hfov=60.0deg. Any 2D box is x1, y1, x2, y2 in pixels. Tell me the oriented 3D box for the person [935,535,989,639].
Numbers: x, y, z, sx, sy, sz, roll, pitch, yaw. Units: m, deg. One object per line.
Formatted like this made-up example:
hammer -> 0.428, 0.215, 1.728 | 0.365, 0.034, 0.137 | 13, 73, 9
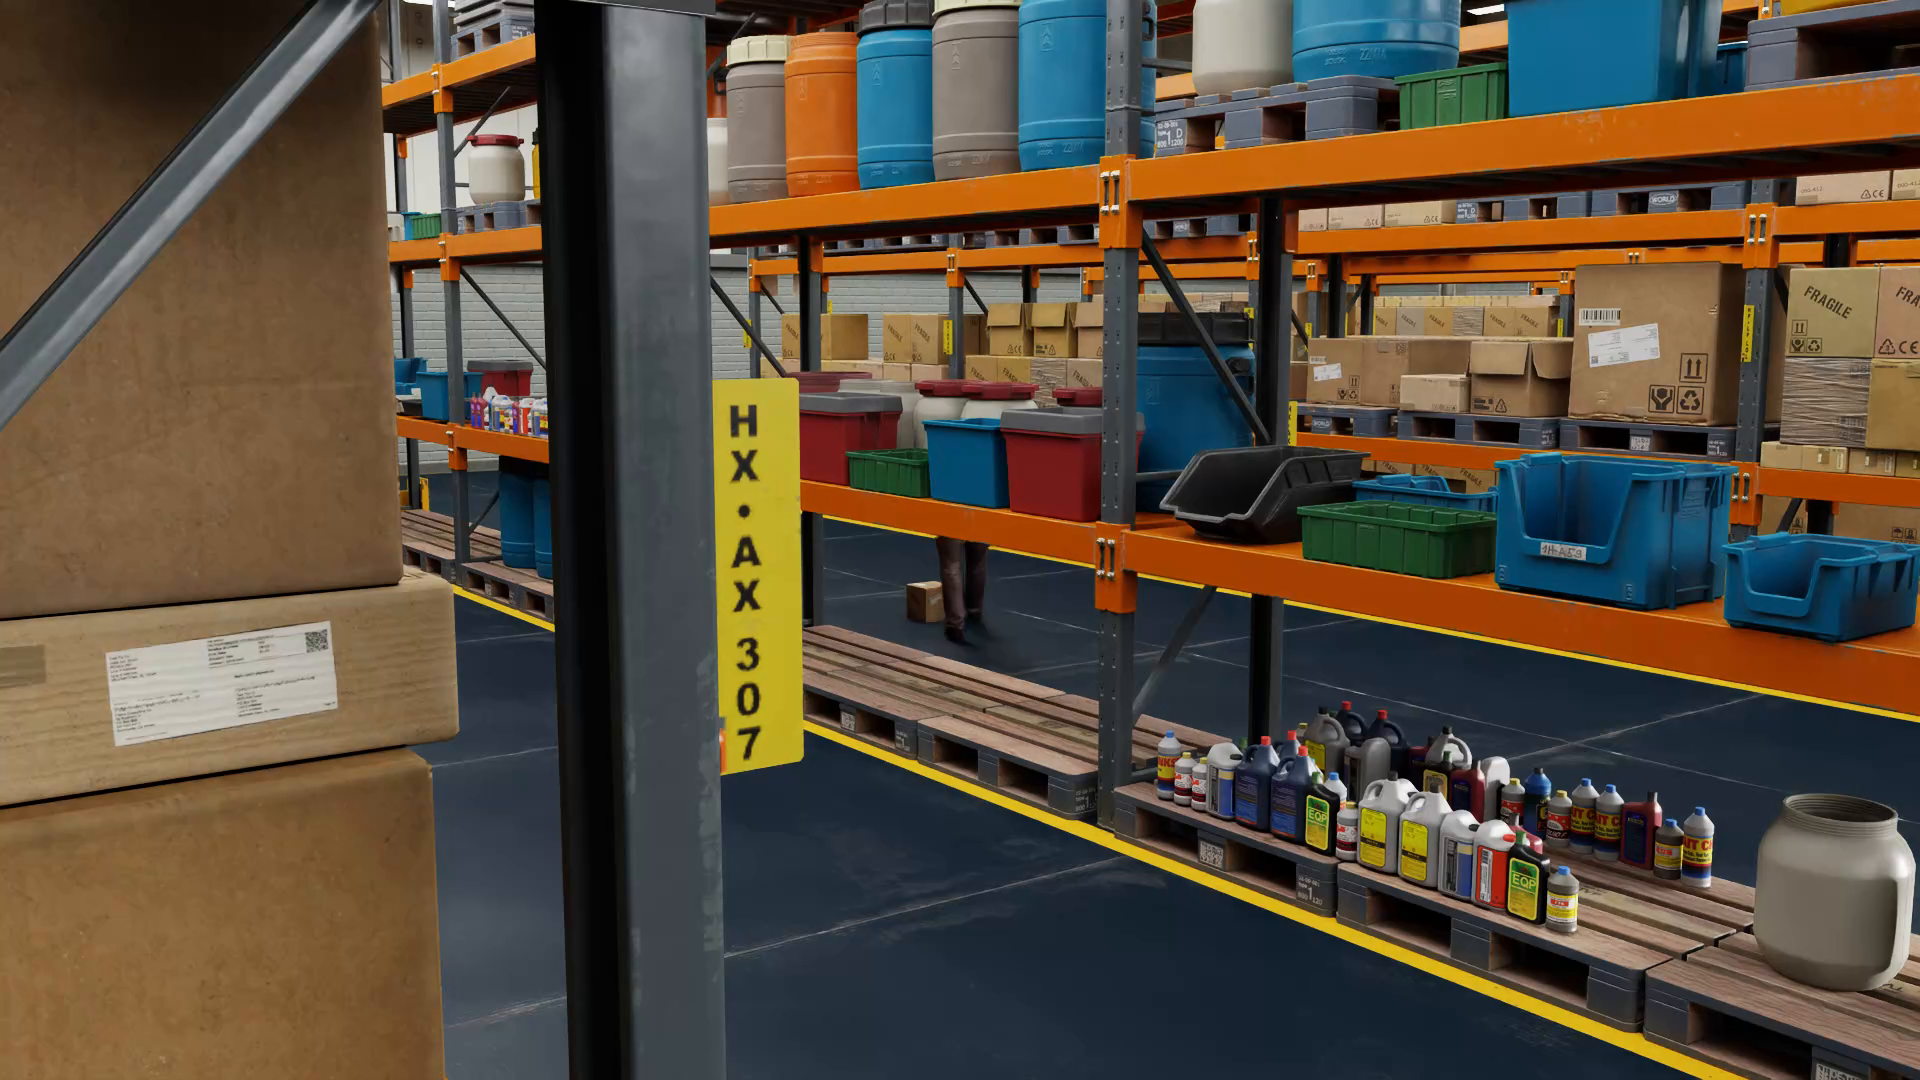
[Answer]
person -> -0.002, -0.219, 11.497 | 0.566, 1.671, 0.967 | -1, 8, -8
